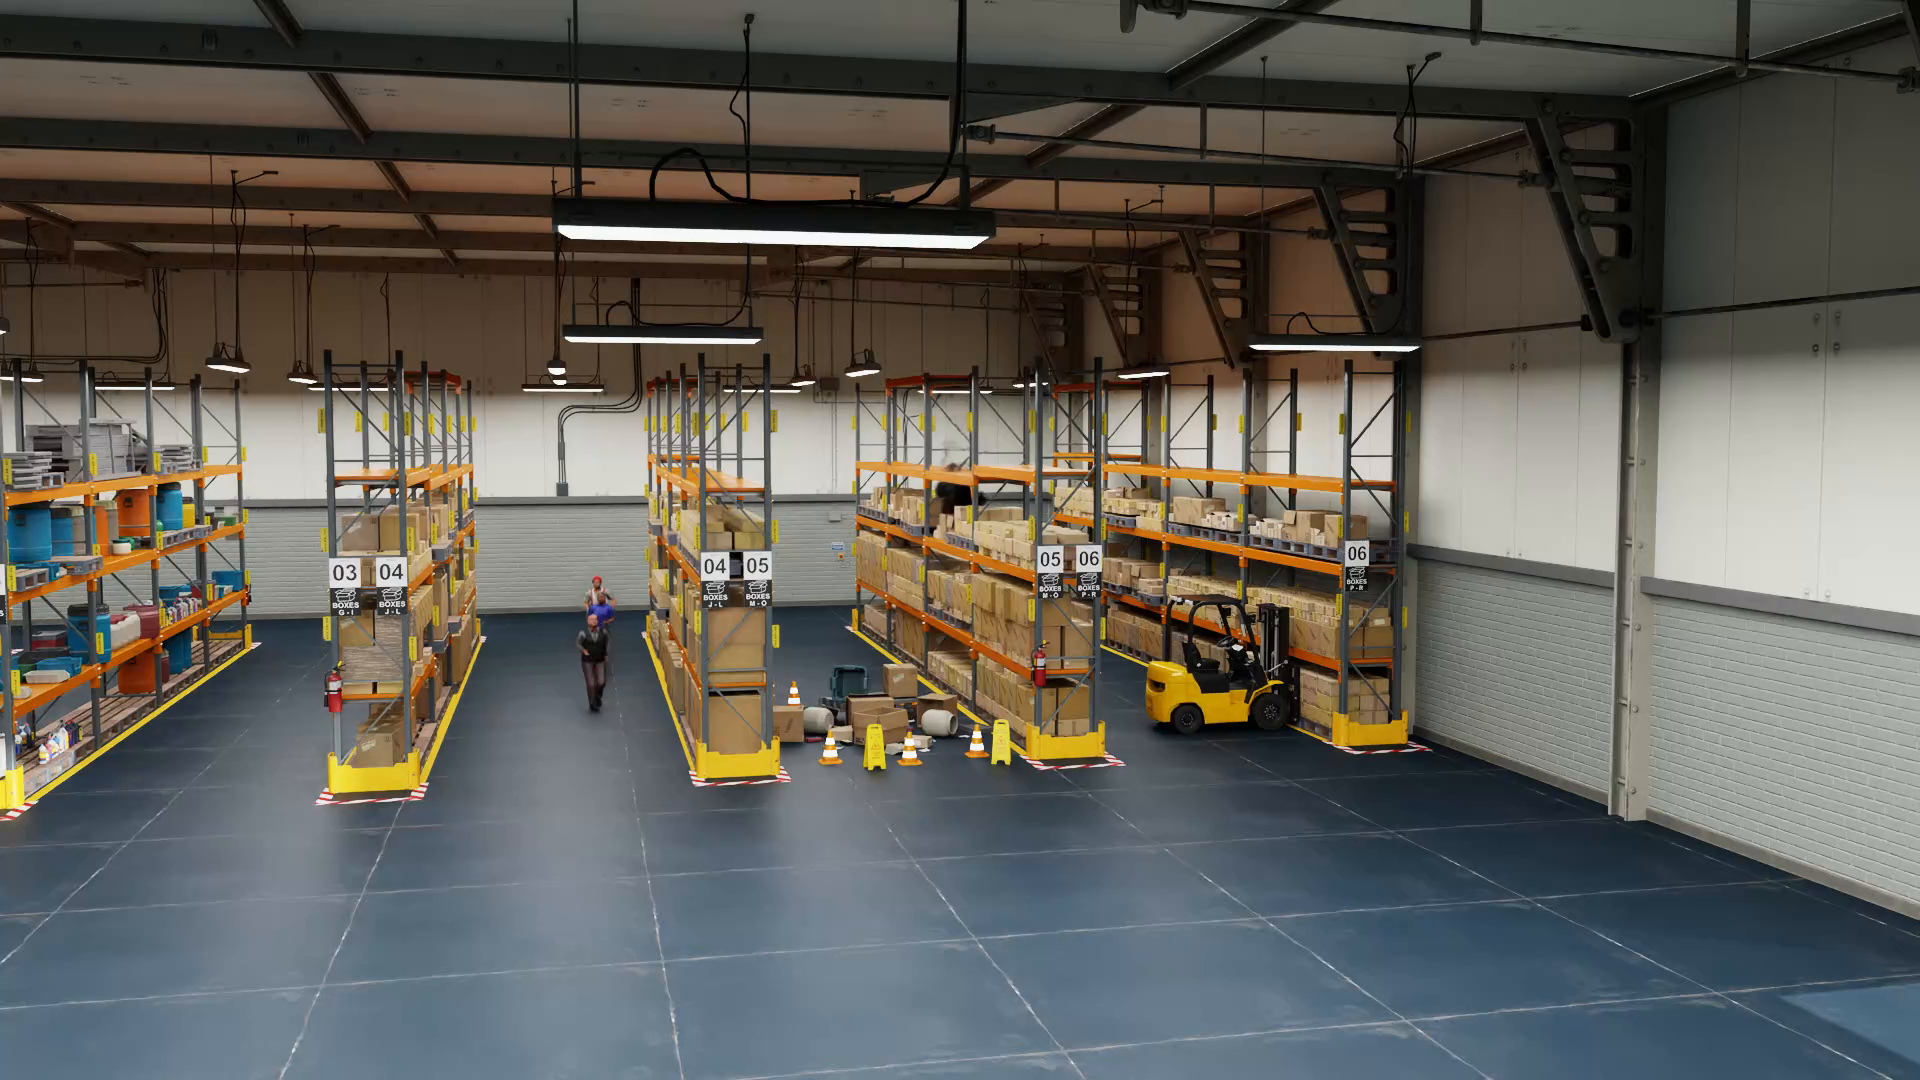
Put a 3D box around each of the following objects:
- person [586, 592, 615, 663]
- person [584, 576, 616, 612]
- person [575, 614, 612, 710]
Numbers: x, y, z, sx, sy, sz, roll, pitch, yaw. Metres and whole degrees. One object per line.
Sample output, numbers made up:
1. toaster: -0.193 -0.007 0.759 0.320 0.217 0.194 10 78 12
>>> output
1. person: -7.195 1.910 33.313 0.553 1.549 0.652 -1 4 -15
2. person: -7.774 1.643 35.886 0.678 1.751 0.669 -1 4 -8
3. person: -6.369 2.142 29.027 0.668 1.683 0.569 -1 4 -20
